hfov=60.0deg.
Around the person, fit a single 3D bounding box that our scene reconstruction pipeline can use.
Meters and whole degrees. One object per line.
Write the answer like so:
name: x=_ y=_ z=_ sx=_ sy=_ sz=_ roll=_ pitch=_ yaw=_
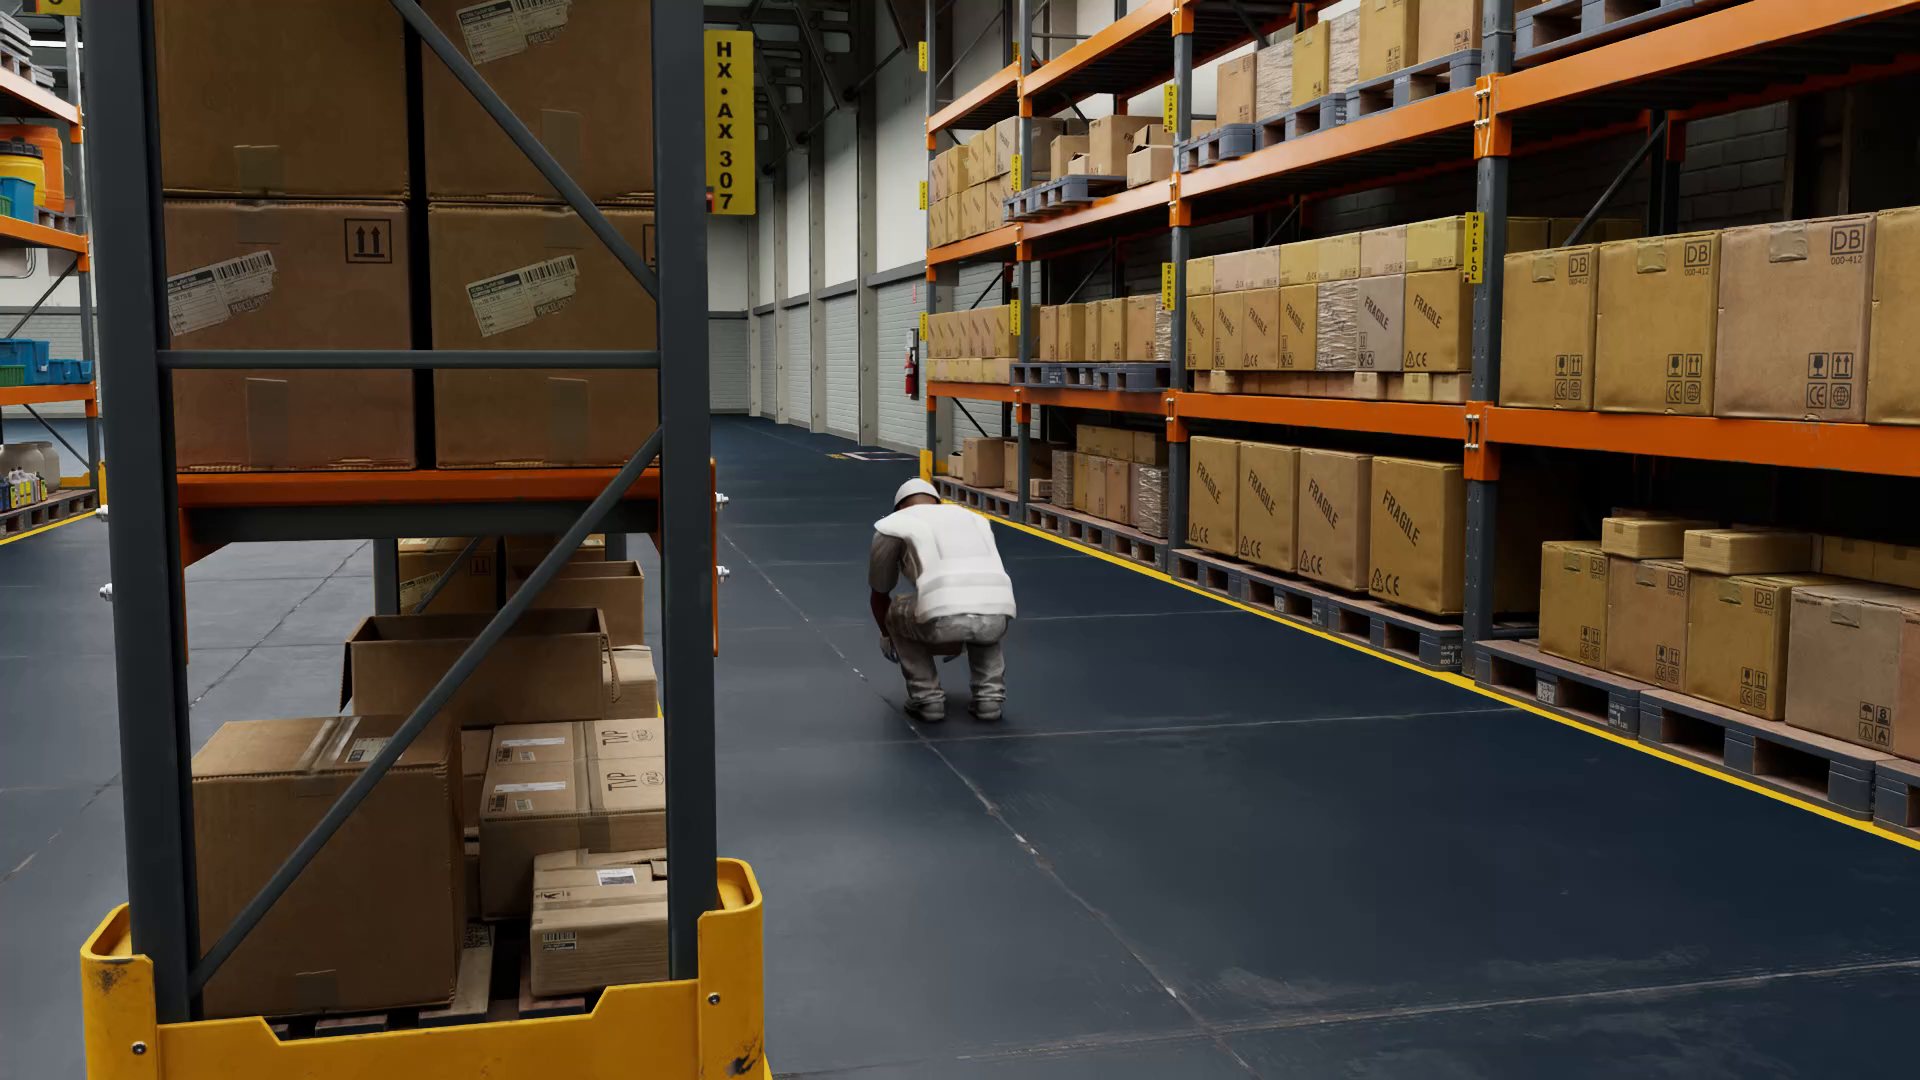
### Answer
person: x=-0.086 y=0.250 z=7.207 sx=0.578 sy=0.998 sz=0.909 roll=-1 pitch=6 yaw=-14
